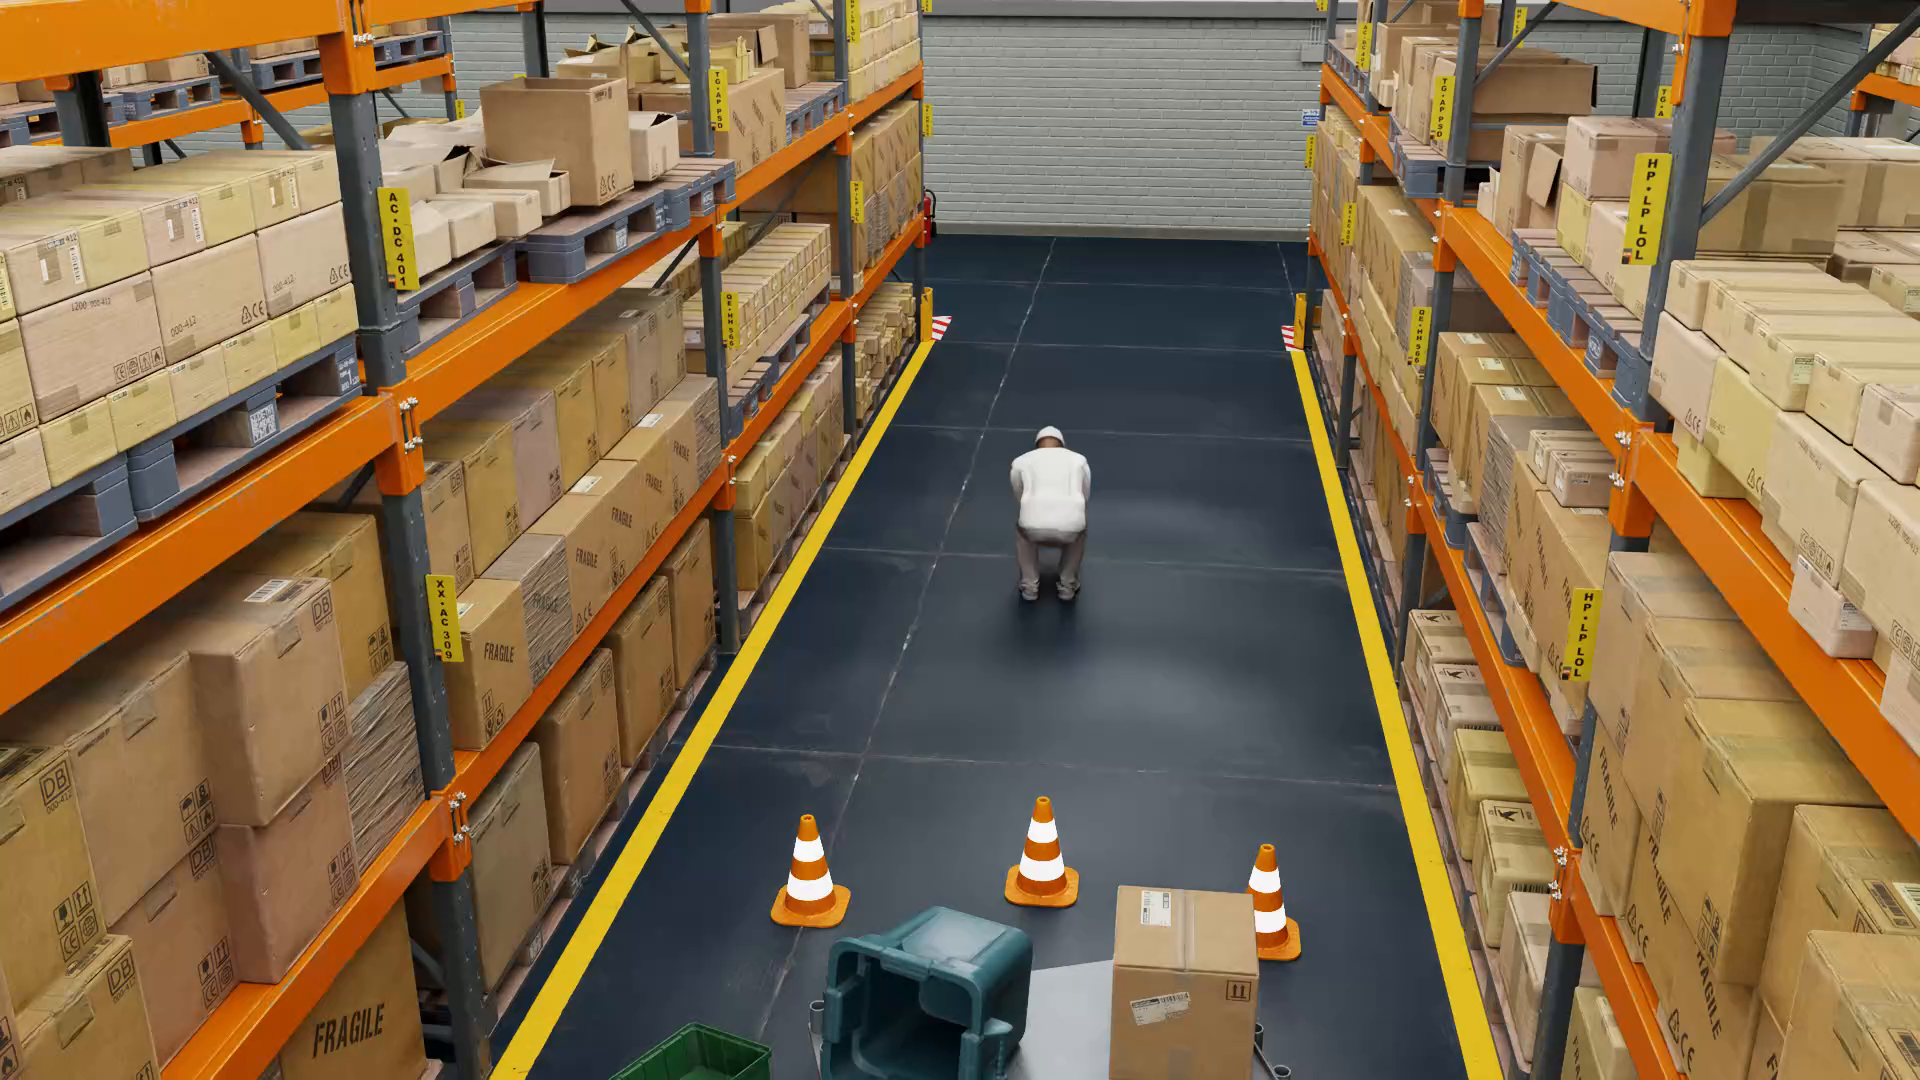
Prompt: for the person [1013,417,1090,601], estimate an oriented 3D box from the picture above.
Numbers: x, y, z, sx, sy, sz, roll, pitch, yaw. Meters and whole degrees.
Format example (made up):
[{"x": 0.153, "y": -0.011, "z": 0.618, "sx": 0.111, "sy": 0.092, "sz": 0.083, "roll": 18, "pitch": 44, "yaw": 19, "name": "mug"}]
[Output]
[{"x": 0.601, "y": -0.196, "z": 11.047, "sx": 0.512, "sy": 1.056, "sz": 0.966, "roll": 1, "pitch": 21, "yaw": 4, "name": "person"}]
